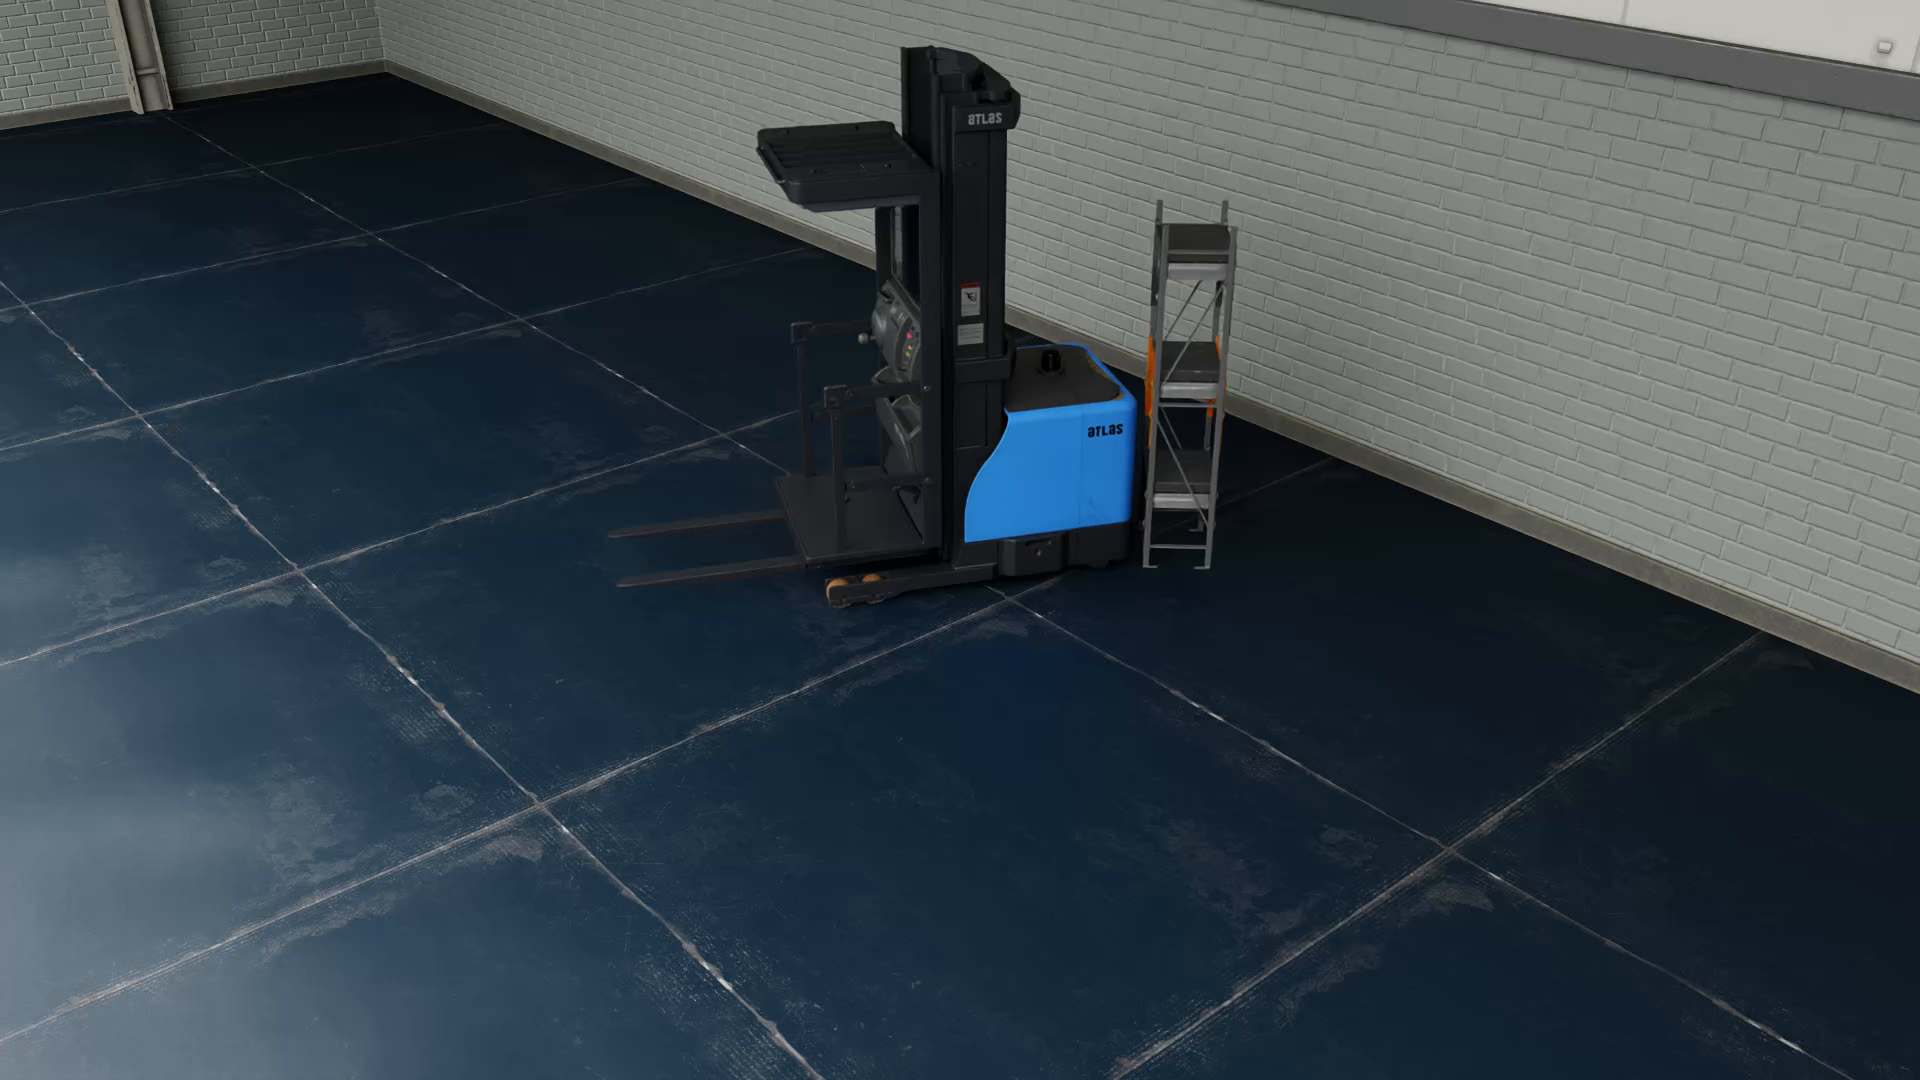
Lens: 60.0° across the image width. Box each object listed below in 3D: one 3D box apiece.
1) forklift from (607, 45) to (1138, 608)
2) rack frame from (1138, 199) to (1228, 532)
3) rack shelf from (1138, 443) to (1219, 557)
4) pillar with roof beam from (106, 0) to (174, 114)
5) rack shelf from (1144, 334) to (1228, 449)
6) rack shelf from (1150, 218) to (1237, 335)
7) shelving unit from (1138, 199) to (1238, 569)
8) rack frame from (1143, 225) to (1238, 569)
[{"bbox_3d":[-0.544,-1.178,9.345,3.031,2.935,1.130,-7,29,-13],"label":"forklift"},{"bbox_3d":[1.313,-0.989,9.872,0.400,2.100,0.015,1,28,2],"label":"rack frame"},{"bbox_3d":[1.303,-0.244,9.988,0.431,0.518,0.480,1,28,2],"label":"rack shelf"},{"bbox_3d":[-6.863,-7.578,14.882,0.400,9.000,9.100,-22,35,-35],"label":"pillar with roof beam"},{"bbox_3d":[1.303,-0.863,9.662,0.431,0.518,0.480,1,28,2],"label":"rack shelf"},{"bbox_3d":[1.303,-1.483,9.337,0.431,0.518,0.480,1,28,2],"label":"rack shelf"},{"bbox_3d":[1.303,-0.875,9.656,0.431,2.100,0.503,1,28,2],"label":"shelving unit"},{"bbox_3d":[1.293,-0.762,9.440,0.400,2.100,0.015,1,28,2],"label":"rack frame"}]
